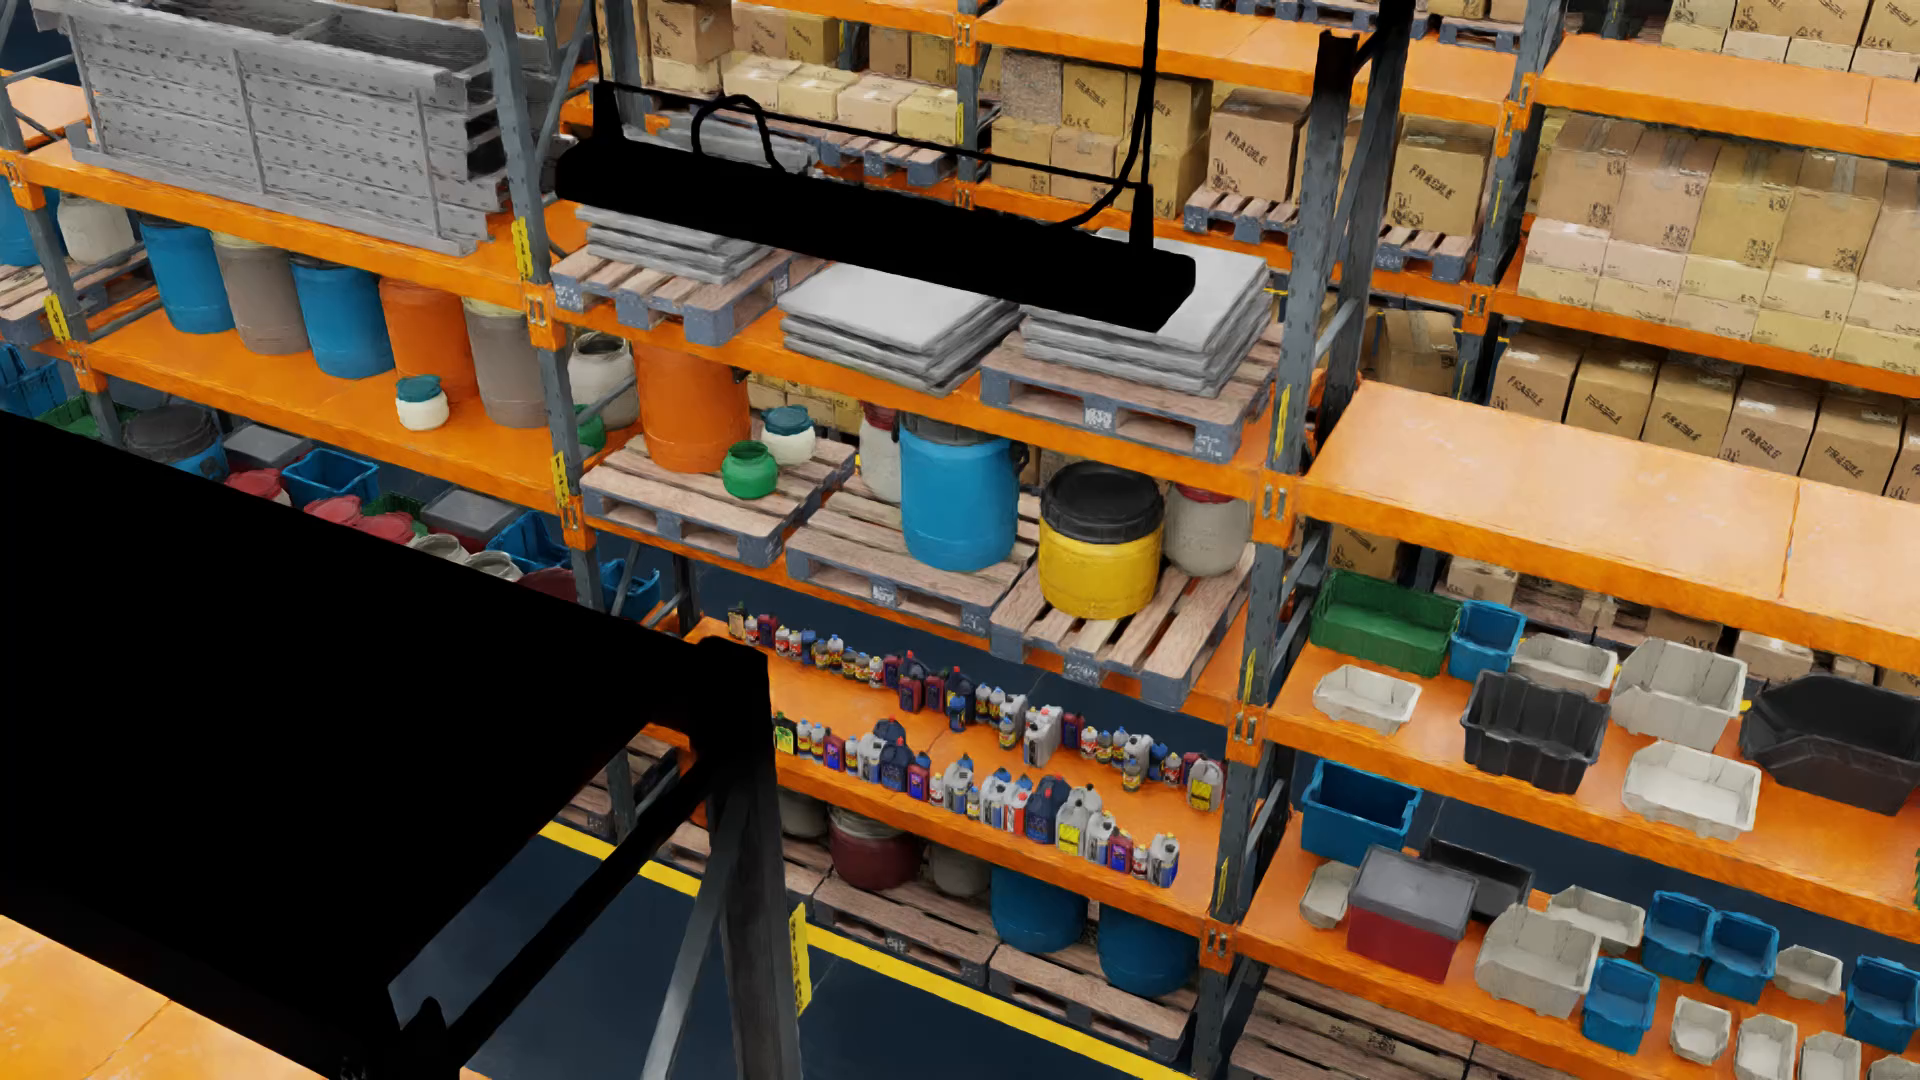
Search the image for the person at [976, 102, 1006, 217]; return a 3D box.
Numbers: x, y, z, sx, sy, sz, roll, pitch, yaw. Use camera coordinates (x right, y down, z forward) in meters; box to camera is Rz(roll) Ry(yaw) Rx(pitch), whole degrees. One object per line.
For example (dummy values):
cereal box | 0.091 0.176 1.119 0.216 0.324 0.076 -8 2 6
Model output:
person | 0.399 -3.758 17.647 0.653 1.790 0.522 2 35 3
